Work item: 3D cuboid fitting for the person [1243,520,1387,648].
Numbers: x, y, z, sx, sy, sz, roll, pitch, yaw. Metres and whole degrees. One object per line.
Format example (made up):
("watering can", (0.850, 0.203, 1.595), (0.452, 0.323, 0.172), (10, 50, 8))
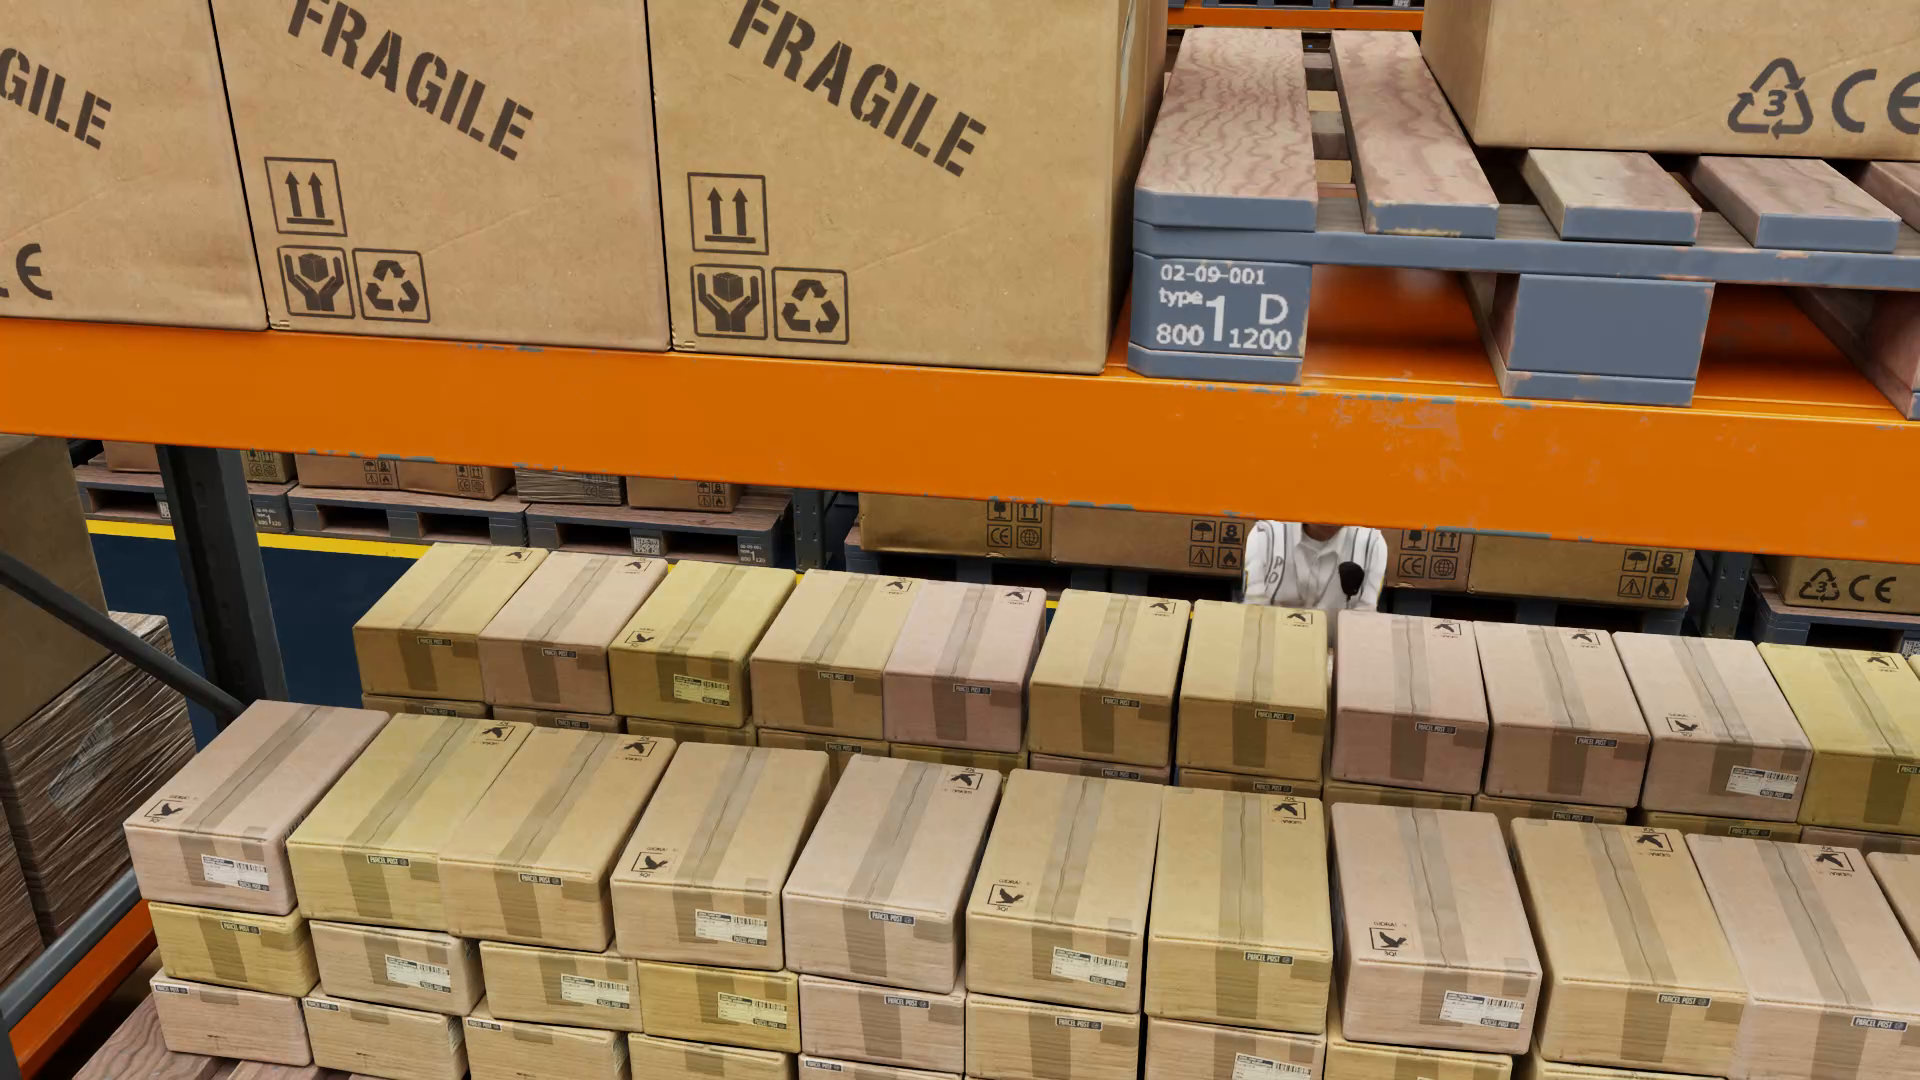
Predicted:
("person", (1.047, 0.479, 5.094), (0.415, 1.663, 0.541), (4, 25, 8))
